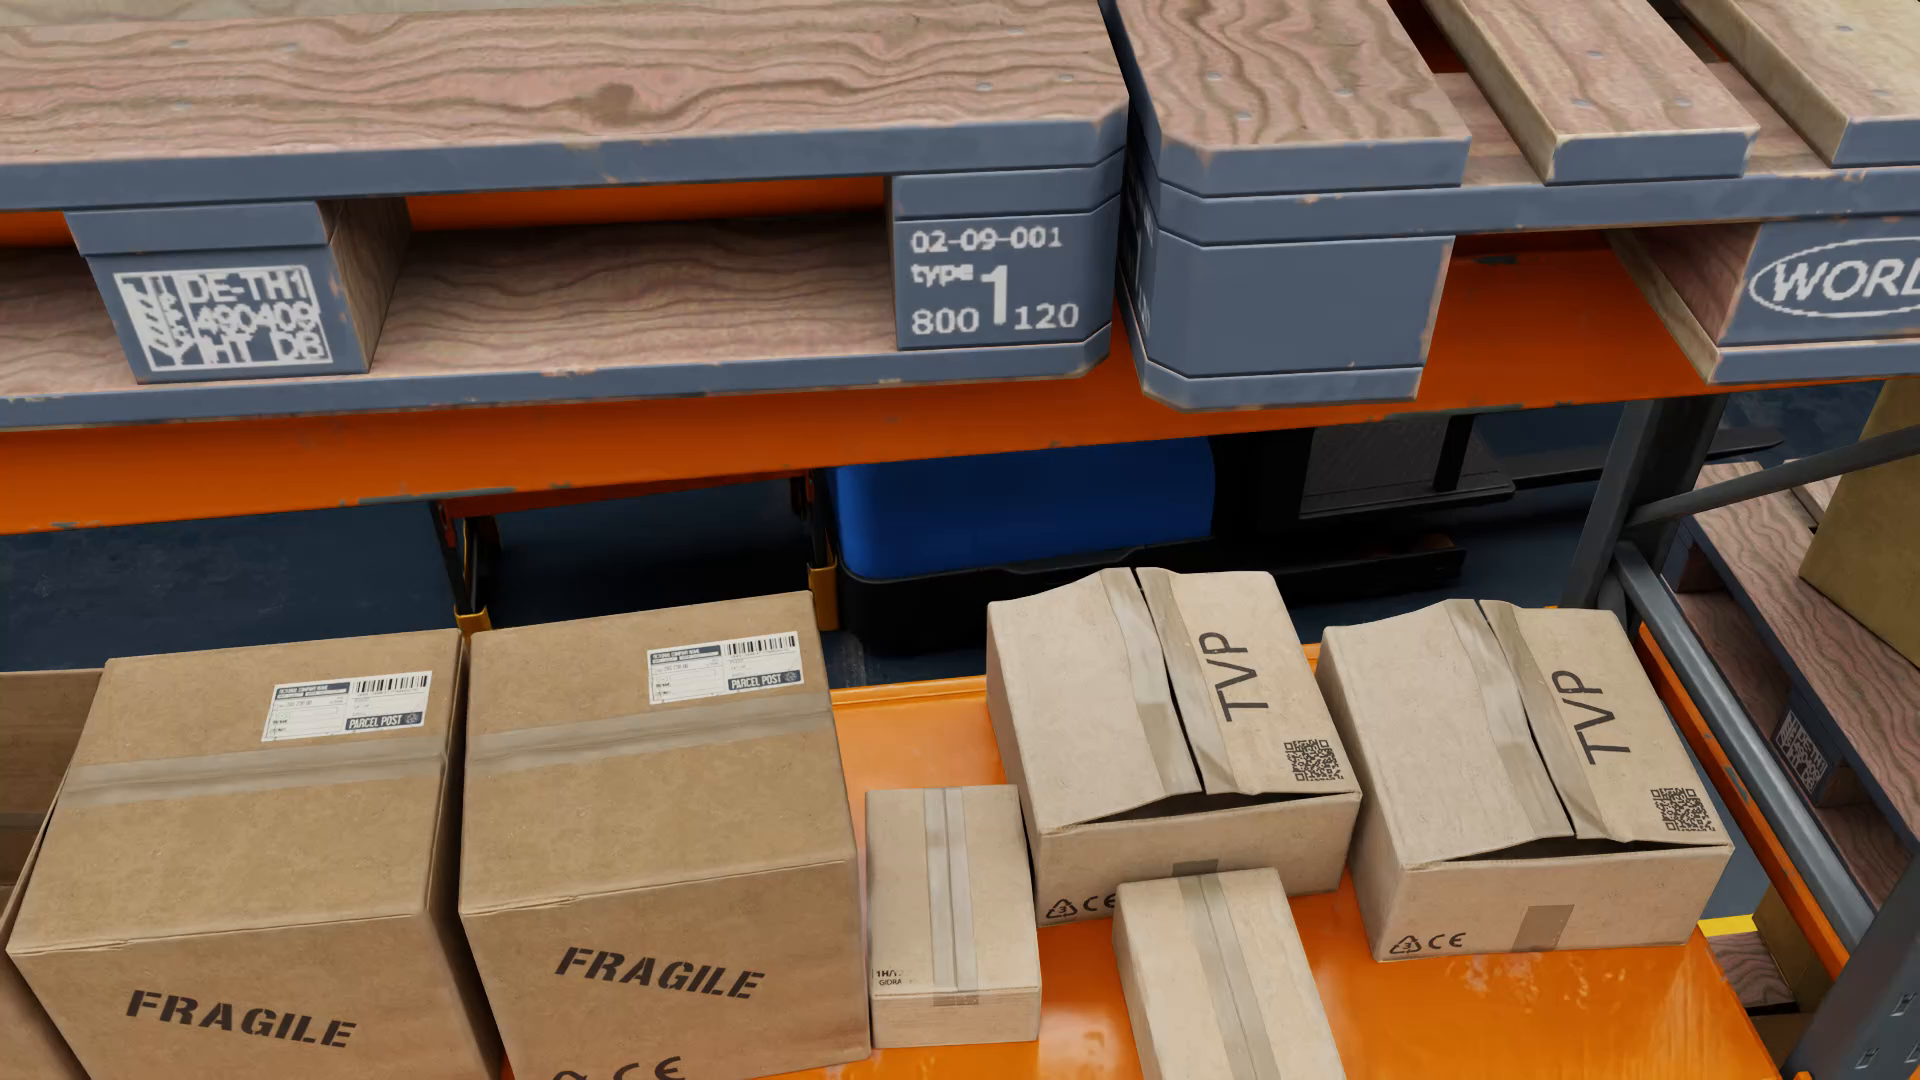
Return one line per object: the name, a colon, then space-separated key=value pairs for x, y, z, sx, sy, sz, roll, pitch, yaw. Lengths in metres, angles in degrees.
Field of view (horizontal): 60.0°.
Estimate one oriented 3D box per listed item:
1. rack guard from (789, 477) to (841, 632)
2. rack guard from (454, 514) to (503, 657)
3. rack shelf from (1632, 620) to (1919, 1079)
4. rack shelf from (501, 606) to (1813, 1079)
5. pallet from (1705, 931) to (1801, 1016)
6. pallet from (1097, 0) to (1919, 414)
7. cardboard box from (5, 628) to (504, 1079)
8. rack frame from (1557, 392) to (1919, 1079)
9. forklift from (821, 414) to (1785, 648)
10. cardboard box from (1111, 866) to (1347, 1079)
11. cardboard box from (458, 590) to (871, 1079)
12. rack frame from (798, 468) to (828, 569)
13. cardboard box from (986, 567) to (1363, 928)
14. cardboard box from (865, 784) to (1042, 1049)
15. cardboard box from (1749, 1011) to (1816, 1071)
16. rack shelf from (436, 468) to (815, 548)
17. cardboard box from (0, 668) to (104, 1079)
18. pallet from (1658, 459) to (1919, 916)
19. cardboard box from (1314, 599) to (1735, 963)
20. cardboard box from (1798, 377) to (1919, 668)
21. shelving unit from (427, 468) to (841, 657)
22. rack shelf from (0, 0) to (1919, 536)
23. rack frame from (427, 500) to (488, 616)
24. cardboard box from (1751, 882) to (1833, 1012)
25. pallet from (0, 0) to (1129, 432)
rack guard: x=-0.448 y=-0.015 z=5.080 sx=0.087 sy=0.250 sz=0.587 roll=-7 pitch=43 yaw=-8
rack guard: x=-1.426 y=0.113 z=4.938 sx=0.087 sy=0.250 sz=0.587 roll=-7 pitch=43 yaw=-8
rack shelf: x=3.223 y=0.424 z=3.077 sx=4.000 sy=0.370 sz=1.077 roll=-5 pitch=42 yaw=-6
rack shelf: x=-0.743 y=0.771 z=2.692 sx=4.000 sy=0.370 sz=1.077 roll=-5 pitch=42 yaw=-6
pallet: x=1.986 y=1.326 z=3.622 sx=1.213 sy=0.211 sz=1.003 roll=-5 pitch=42 yaw=-6
pallet: x=0.579 y=-0.595 z=1.571 sx=1.003 sy=0.211 sz=1.213 roll=-3 pitch=42 yaw=-4
cardboard box: x=-0.943 y=0.496 z=2.386 sx=0.500 sy=0.500 sz=0.500 roll=-5 pitch=42 yaw=-5
rack frame: x=1.240 y=0.331 z=2.644 sx=0.127 sy=3.000 sz=1.000 roll=-5 pitch=42 yaw=-6
forklift: x=1.067 y=-1.263 z=4.462 sx=3.031 sy=2.935 sz=1.130 roll=-7 pitch=43 yaw=-8
cardboard box: x=0.384 y=0.686 z=2.438 sx=0.250 sy=0.149 sz=0.380 roll=-5 pitch=42 yaw=-6
cardboard box: x=-0.421 y=0.450 z=2.437 sx=0.500 sy=0.500 sz=0.500 roll=-7 pitch=43 yaw=-8
rack frame: x=-0.447 y=-0.479 z=4.662 sx=0.032 sy=1.500 sz=0.500 roll=-7 pitch=43 yaw=-8
cardboard box: x=0.328 y=0.313 z=2.730 sx=0.500 sy=0.311 sz=0.500 roll=-5 pitch=42 yaw=-6
cardboard box: x=-0.017 y=0.572 z=2.564 sx=0.250 sy=0.149 sz=0.380 roll=-2 pitch=42 yaw=-2
cardboard box: x=1.729 y=1.246 z=3.167 sx=0.500 sy=0.500 sz=0.500 roll=-3 pitch=42 yaw=-4
rack shelf: x=-0.946 y=-0.280 z=4.710 sx=1.000 sy=0.185 sz=0.538 roll=-7 pitch=43 yaw=-8
cardboard box: x=-1.440 y=0.539 z=2.338 sx=0.500 sy=0.500 sz=0.500 roll=-2 pitch=42 yaw=-2
pallet: x=1.903 y=0.296 z=2.825 sx=1.003 sy=0.211 sz=1.213 roll=-5 pitch=42 yaw=-6
cardboard box: x=0.874 y=0.366 z=2.671 sx=0.500 sy=0.311 sz=0.500 roll=-3 pitch=42 yaw=-3
cardboard box: x=1.850 y=0.008 z=2.613 sx=0.500 sy=0.500 sz=0.700 roll=-19 pitch=45 yaw=-20
shelving unit: x=-0.937 y=-0.415 z=4.590 sx=1.083 sy=1.500 sz=0.587 roll=-7 pitch=43 yaw=-8
rack shelf: x=-0.743 y=-0.342 z=1.688 sx=4.000 sy=0.370 sz=1.077 roll=-5 pitch=42 yaw=-6
rack frame: x=-1.445 y=-0.348 z=4.516 sx=0.032 sy=1.500 sz=0.500 roll=-7 pitch=43 yaw=-8
cardboard box: x=2.137 y=0.858 z=3.597 sx=0.500 sy=0.500 sz=0.500 roll=-3 pitch=42 yaw=-4
pallet: x=-0.530 y=-0.496 z=1.461 sx=1.213 sy=0.211 sz=1.003 roll=-3 pitch=42 yaw=-4
